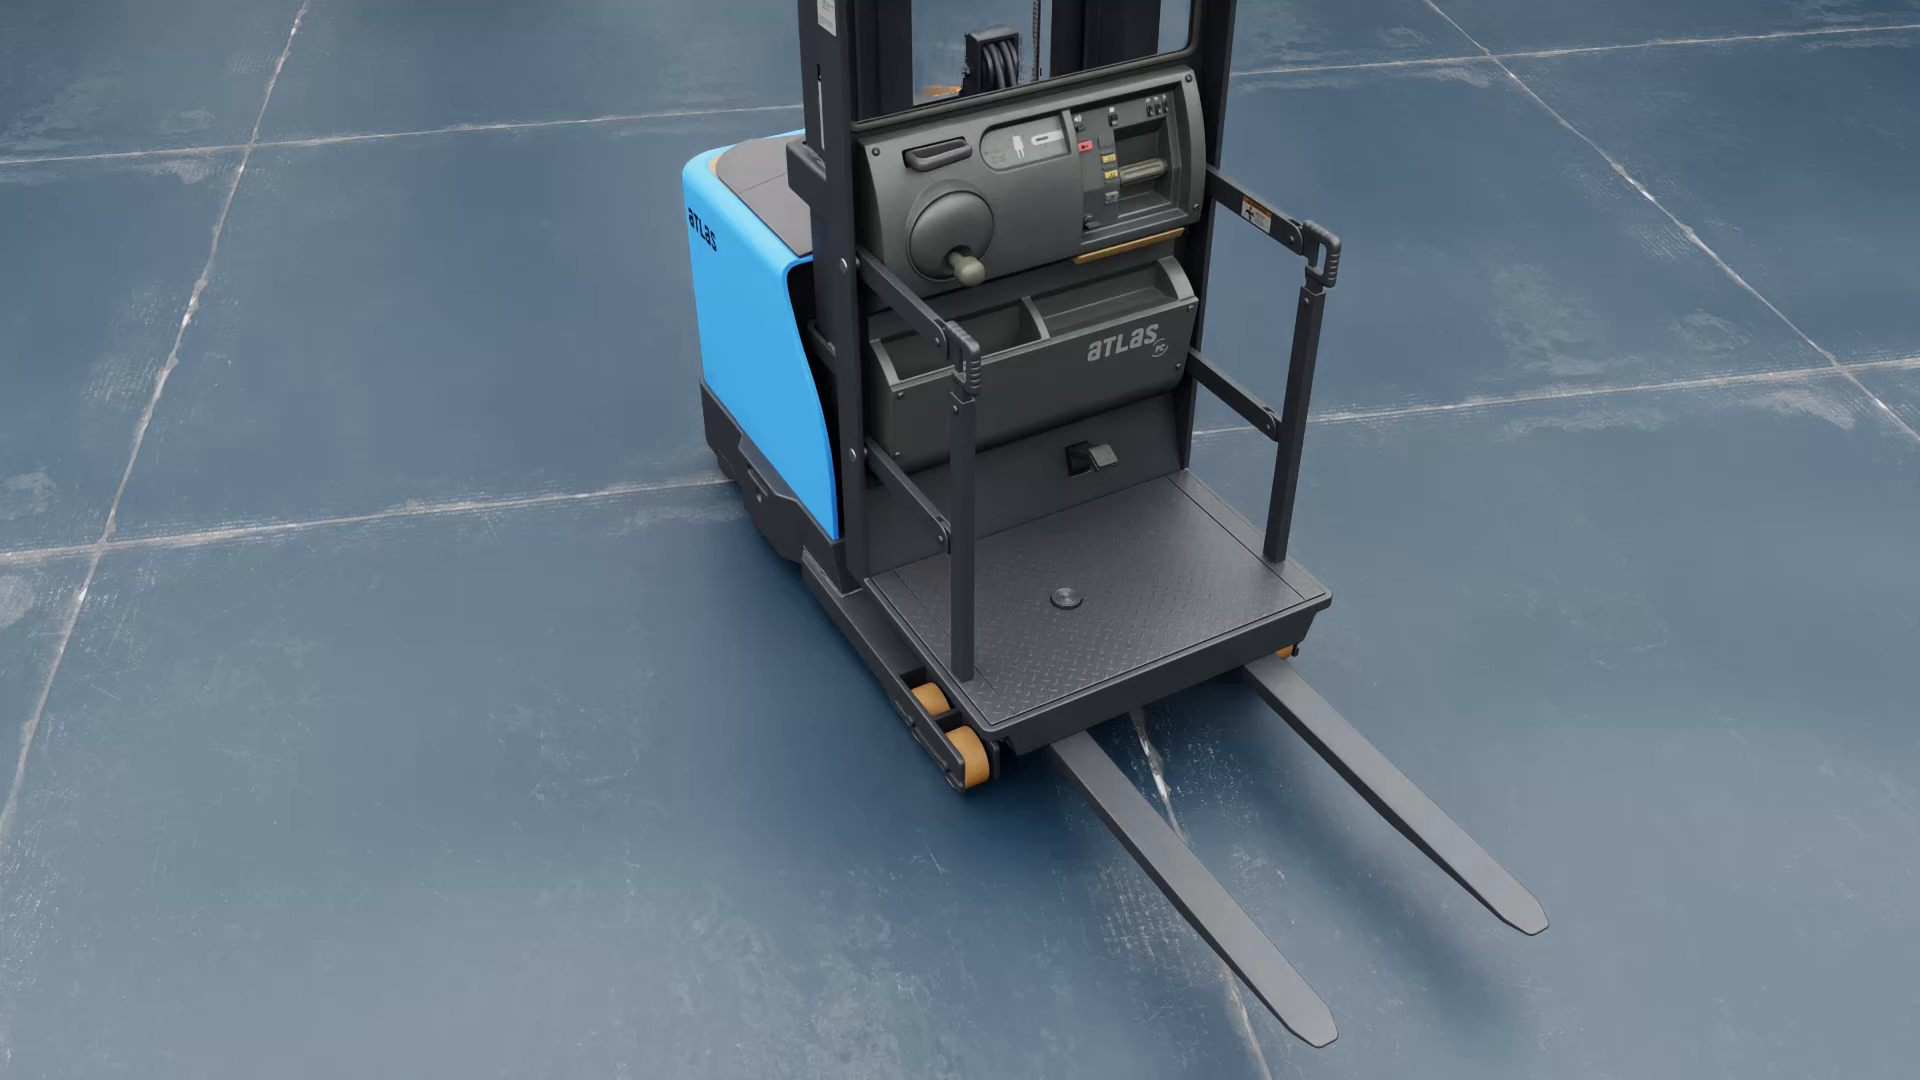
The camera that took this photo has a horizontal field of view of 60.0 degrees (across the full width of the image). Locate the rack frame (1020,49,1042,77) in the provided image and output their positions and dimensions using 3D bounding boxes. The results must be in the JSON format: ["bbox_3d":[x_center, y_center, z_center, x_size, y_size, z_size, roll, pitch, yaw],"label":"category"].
[{"bbox_3d":[0.060,-1.159,5.812,0.006,1.200,0.240,15,35,-13],"label":"rack frame"}]

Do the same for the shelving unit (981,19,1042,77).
[{"bbox_3d":[-0.026,-1.182,5.792,0.189,1.200,0.258,15,35,-13],"label":"shelving unit"}]

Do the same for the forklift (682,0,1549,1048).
[{"bbox_3d":[0.307,-0.820,3.916,1.130,2.935,3.031,-19,42,-23],"label":"forklift"}]

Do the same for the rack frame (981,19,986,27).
[{"bbox_3d":[-0.112,-1.204,5.771,0.006,1.200,0.240,15,35,-13],"label":"rack frame"}]
